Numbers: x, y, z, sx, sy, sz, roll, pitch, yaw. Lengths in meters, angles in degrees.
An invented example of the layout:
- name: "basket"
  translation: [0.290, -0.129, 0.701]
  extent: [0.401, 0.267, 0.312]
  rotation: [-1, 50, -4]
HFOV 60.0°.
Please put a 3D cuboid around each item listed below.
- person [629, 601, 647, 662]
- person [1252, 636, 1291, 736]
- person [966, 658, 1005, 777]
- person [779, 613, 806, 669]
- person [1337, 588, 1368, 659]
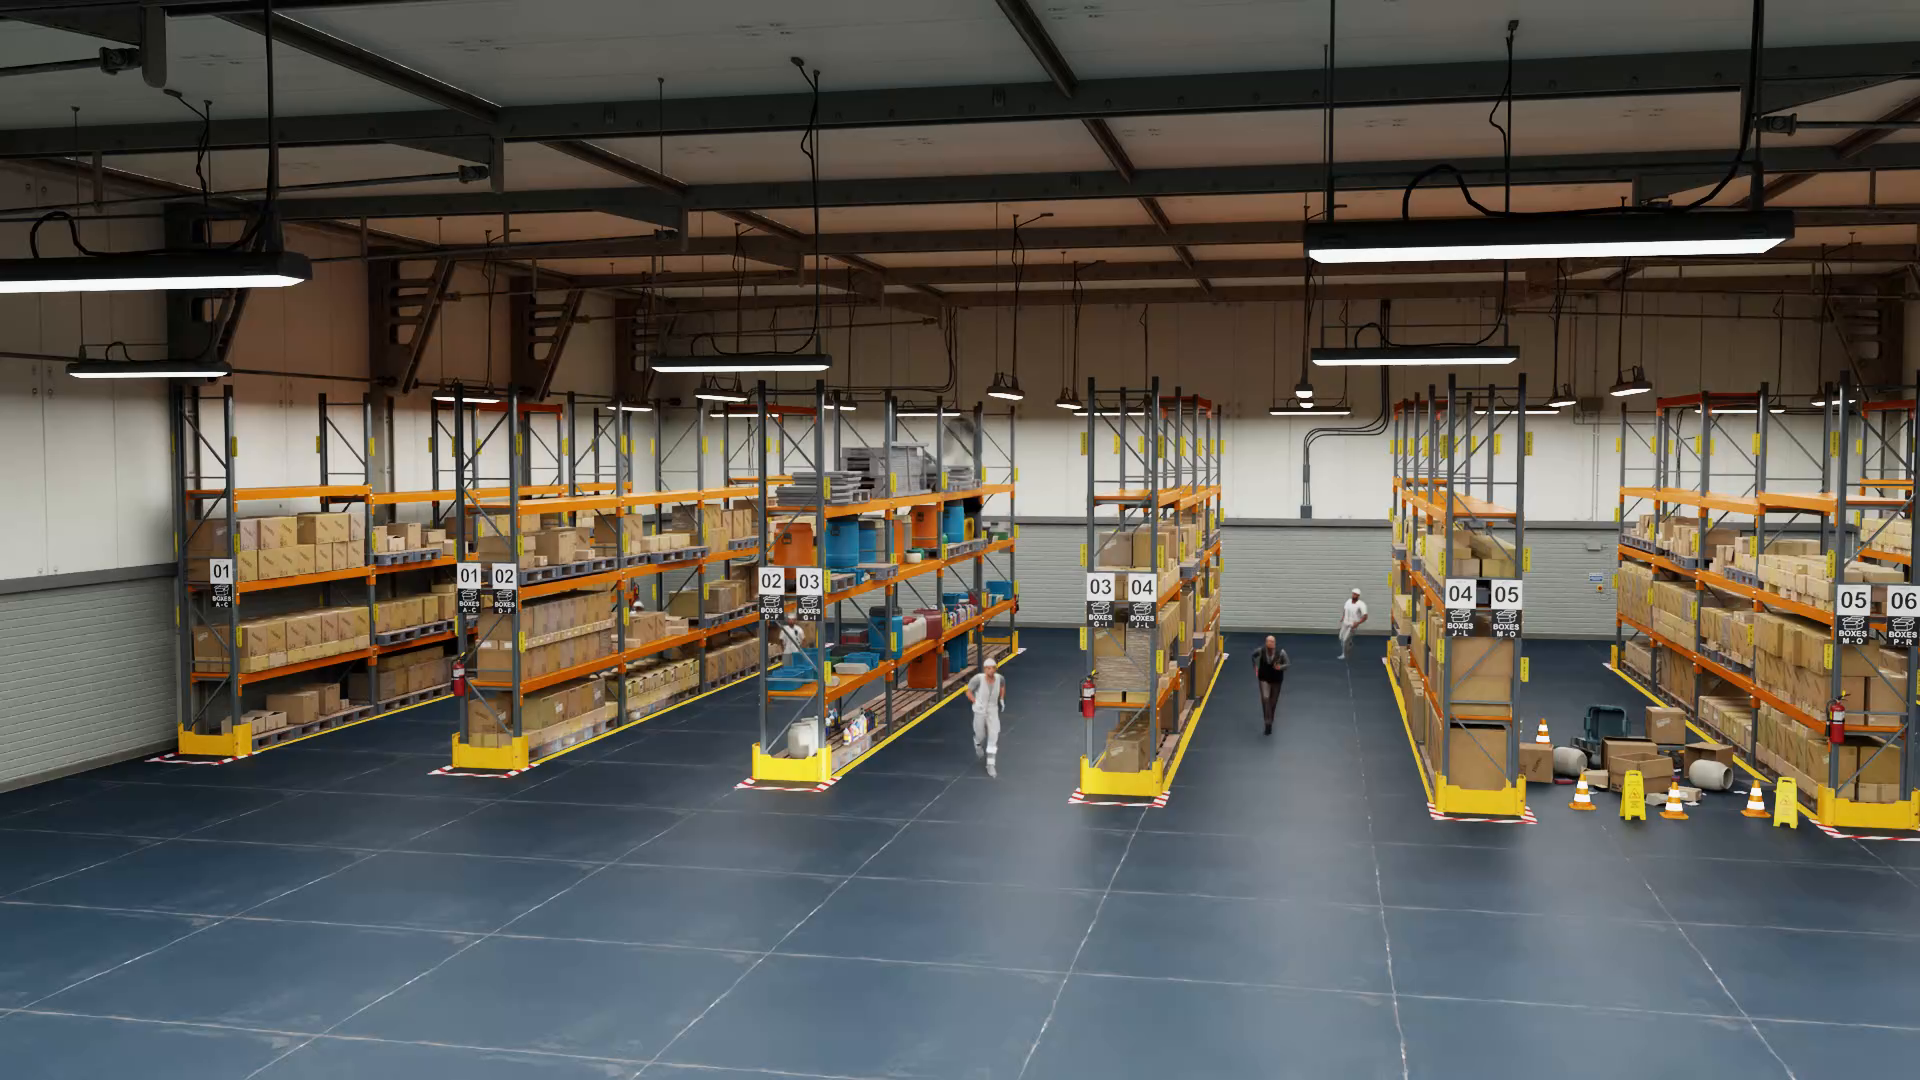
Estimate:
- name: "person"
  translation: [-6.816, 2.163, 35.464]
  extent: [0.680, 1.769, 1.014]
  rotation: [0, 3, 8]
- name: "person"
  translation: [5.467, 2.526, 29.281]
  extent: [0.655, 1.737, 0.968]
  rotation: [0, 3, 5]
- name: "person"
  translation: [0.394, 2.685, 25.711]
  extent: [0.660, 1.774, 1.134]
  rotation: [-1, 3, -10]
- name: "person"
  translation: [-3.403, 2.288, 33.711]
  extent: [0.562, 1.655, 0.548]
  rotation: [0, 3, 2]
- name: "person"
  translation: [9.213, 1.974, 39.037]
  extent: [0.546, 1.691, 0.744]
  rotation: [-3, 4, -38]
